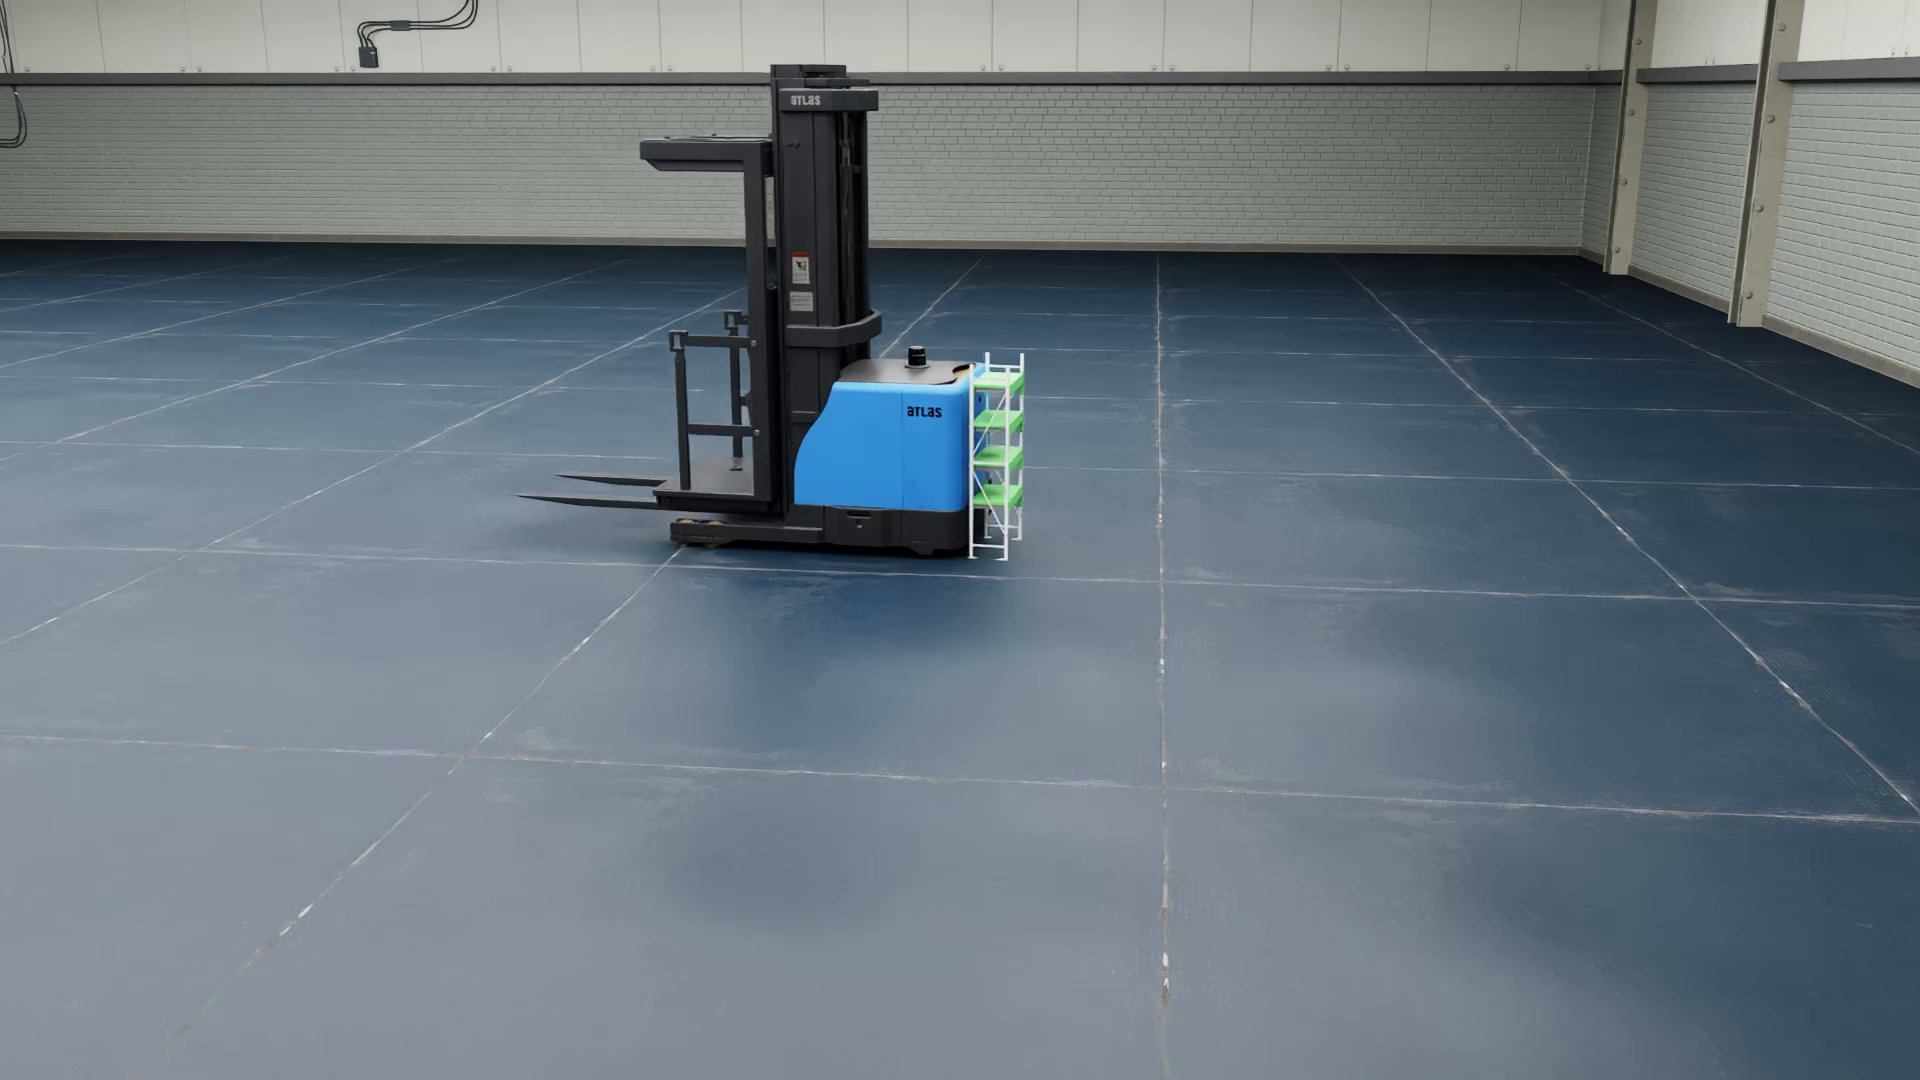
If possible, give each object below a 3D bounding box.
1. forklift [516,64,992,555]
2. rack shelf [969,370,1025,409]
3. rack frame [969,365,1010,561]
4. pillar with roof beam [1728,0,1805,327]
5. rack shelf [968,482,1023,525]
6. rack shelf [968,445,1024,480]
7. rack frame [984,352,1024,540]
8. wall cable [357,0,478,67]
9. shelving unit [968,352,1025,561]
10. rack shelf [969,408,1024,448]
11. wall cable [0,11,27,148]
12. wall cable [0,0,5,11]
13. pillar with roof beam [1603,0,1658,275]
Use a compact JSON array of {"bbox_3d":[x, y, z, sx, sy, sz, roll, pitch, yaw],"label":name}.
[{"bbox_3d":[-1.362,-1.496,10.580,3.031,2.935,1.130,3,15,12],"label":"forklift"},{"bbox_3d":[0.228,-0.926,10.191,0.258,0.148,0.480,3,15,11],"label":"rack shelf"},{"bbox_3d":[0.177,-0.462,10.070,0.240,1.200,0.015,3,15,11],"label":"rack frame"},{"bbox_3d":[5.396,-7.123,19.766,9.100,9.000,0.400,2,15,6],"label":"pillar with roof beam"},{"bbox_3d":[0.227,-0.231,10.379,0.258,0.148,0.480,3,15,11],"label":"rack shelf"},{"bbox_3d":[0.227,-0.462,10.317,0.258,0.148,0.480,3,15,11],"label":"rack shelf"},{"bbox_3d":[0.278,-0.586,10.530,0.240,1.200,0.015,3,15,11],"label":"rack frame"},{"bbox_3d":[-9.871,-11.564,29.672,2.305,6.003,0.169,2,15,6],"label":"wall cable"},{"bbox_3d":[0.227,-0.524,10.300,0.258,1.200,0.503,3,15,11],"label":"shelving unit"},{"bbox_3d":[0.228,-0.694,10.254,0.258,0.148,0.480,3,15,11],"label":"rack shelf"},{"bbox_3d":[-19.302,-8.707,31.571,3.097,2.526,0.112,2,15,6],"label":"wall cable"},{"bbox_3d":[-16.614,-11.065,30.617,3.097,2.526,0.112,2,15,6],"label":"wall cable"},{"bbox_3d":[6.073,-8.680,25.521,9.100,9.000,0.400,2,15,6],"label":"pillar with roof beam"}]
